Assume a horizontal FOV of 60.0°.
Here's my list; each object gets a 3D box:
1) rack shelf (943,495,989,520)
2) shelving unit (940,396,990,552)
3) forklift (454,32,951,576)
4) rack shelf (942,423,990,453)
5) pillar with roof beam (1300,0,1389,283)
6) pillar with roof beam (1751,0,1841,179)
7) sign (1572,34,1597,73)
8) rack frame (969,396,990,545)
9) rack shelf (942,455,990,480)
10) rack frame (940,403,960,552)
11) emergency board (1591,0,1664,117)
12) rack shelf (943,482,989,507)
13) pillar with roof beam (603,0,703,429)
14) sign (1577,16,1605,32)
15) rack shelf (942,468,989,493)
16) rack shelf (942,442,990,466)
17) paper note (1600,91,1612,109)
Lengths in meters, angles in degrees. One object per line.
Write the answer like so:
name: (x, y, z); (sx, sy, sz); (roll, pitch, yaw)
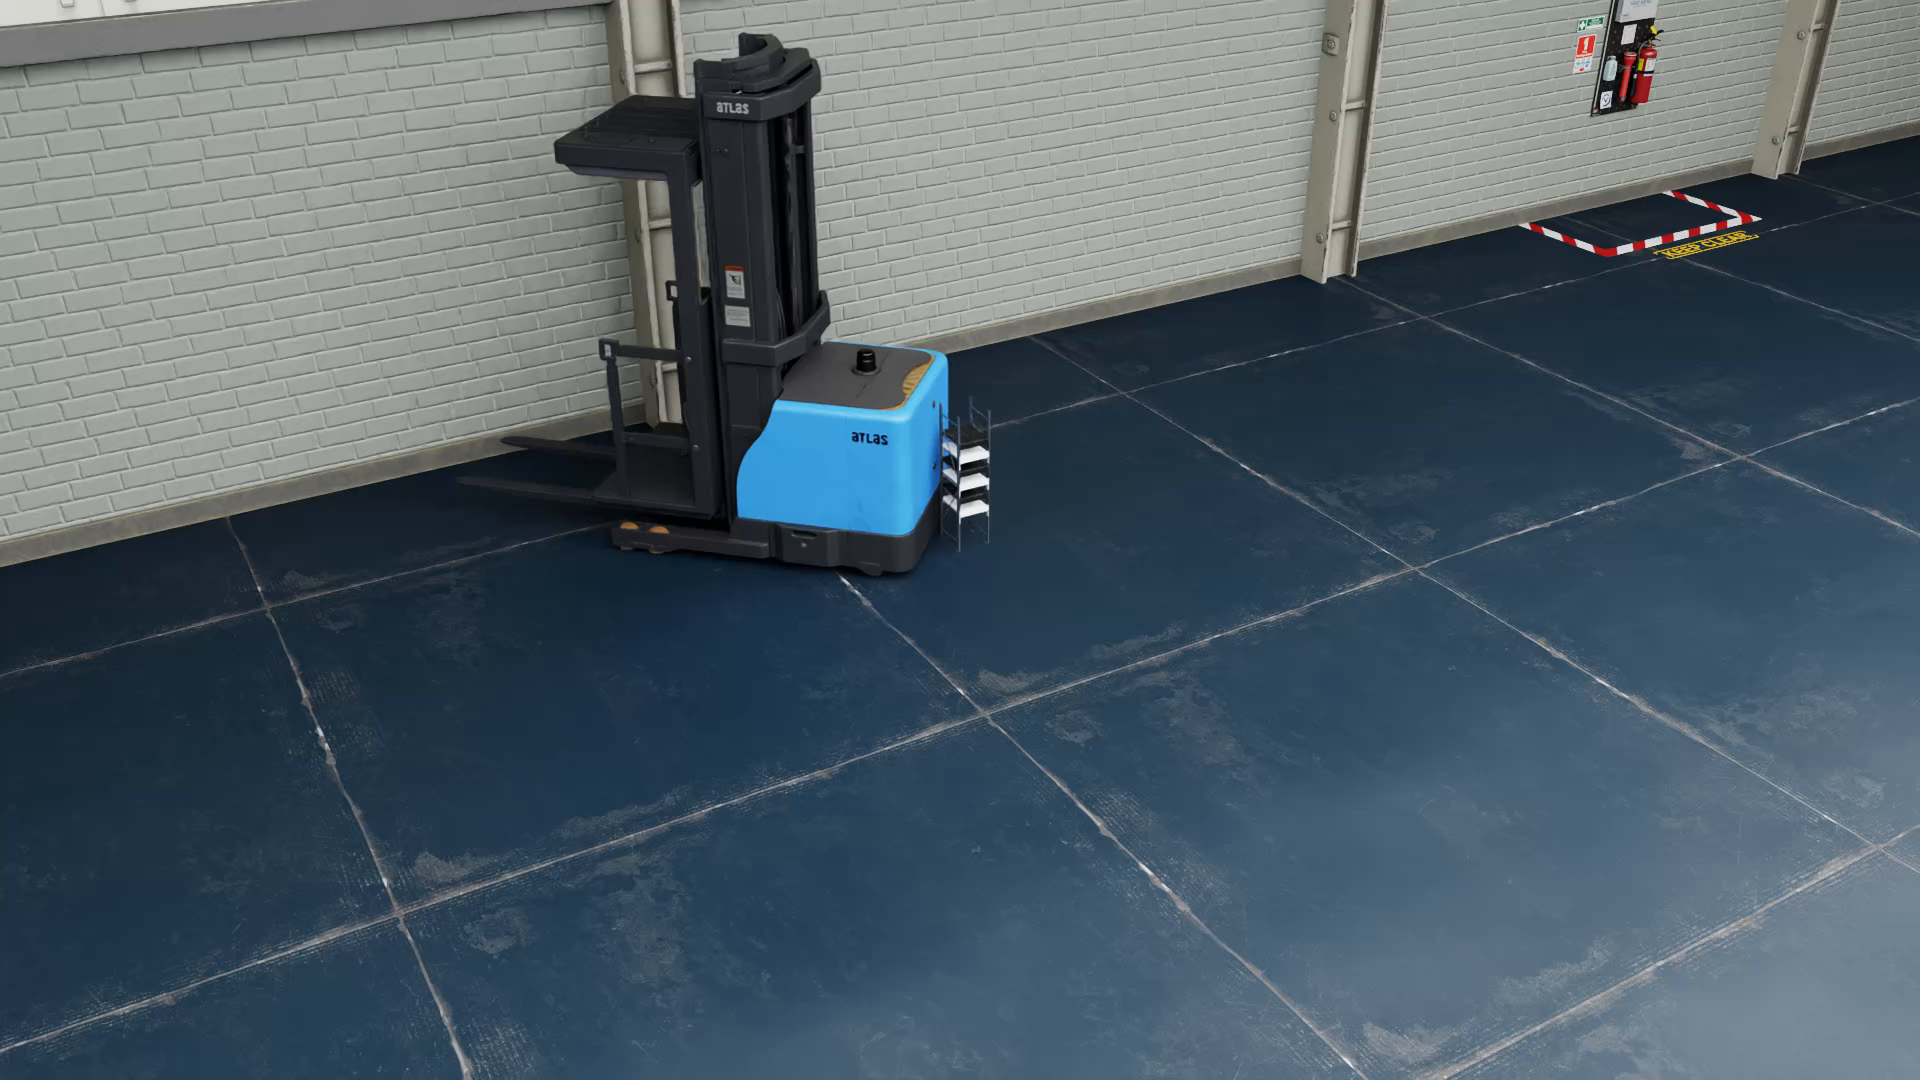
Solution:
rack shelf: (0.028, -0.206, 10.133); (0.200, 0.077, 0.258); (-15, 32, -25)
shelving unit: (0.028, -0.392, 10.030); (0.210, 0.900, 0.258); (-15, 32, -25)
forklift: (-1.633, -1.438, 9.823); (3.031, 2.935, 1.130); (7, 30, 12)
rack shelf: (0.028, -0.600, 9.915); (0.200, 0.077, 0.258); (-15, 32, -25)
pillar with roof beam: (5.366, -4.452, 9.005); (0.400, 9.000, 9.100); (-16, 33, -26)
pillar with roof beam: (10.539, -5.921, 11.666); (0.400, 9.000, 9.100); (-16, 33, -26)
sign: (5.679, -4.422, 15.122); (0.234, 0.329, 0.001); (-16, 33, -26)
rack frame: (0.117, -0.416, 10.072); (0.006, 0.900, 0.240); (-15, 32, -25)
rack shelf: (0.028, -0.442, 10.002); (0.200, 0.077, 0.258); (-15, 32, -25)
rack frame: (-0.061, -0.369, 9.987); (0.006, 0.900, 0.240); (-15, 32, -25)
emergency board: (6.208, -4.499, 15.298); (0.643, 1.169, 0.194); (-16, 33, -26)
rack shelf: (0.028, -0.284, 10.089); (0.200, 0.077, 0.258); (-15, 32, -25)
pillar with roof beam: (0.193, -2.984, 6.343); (0.400, 9.000, 9.100); (-16, 33, -26)
sign: (5.688, -4.652, 14.989); (0.331, 0.109, 0.001); (-16, 33, -26)
rack shelf: (0.028, -0.363, 10.046); (0.200, 0.077, 0.258); (-15, 32, -25)
rack shelf: (0.028, -0.521, 9.959); (0.200, 0.077, 0.258); (-15, 32, -25)
paper note: (6.021, -4.099, 15.484); (0.142, 0.148, 0.016); (-16, 33, -26)
